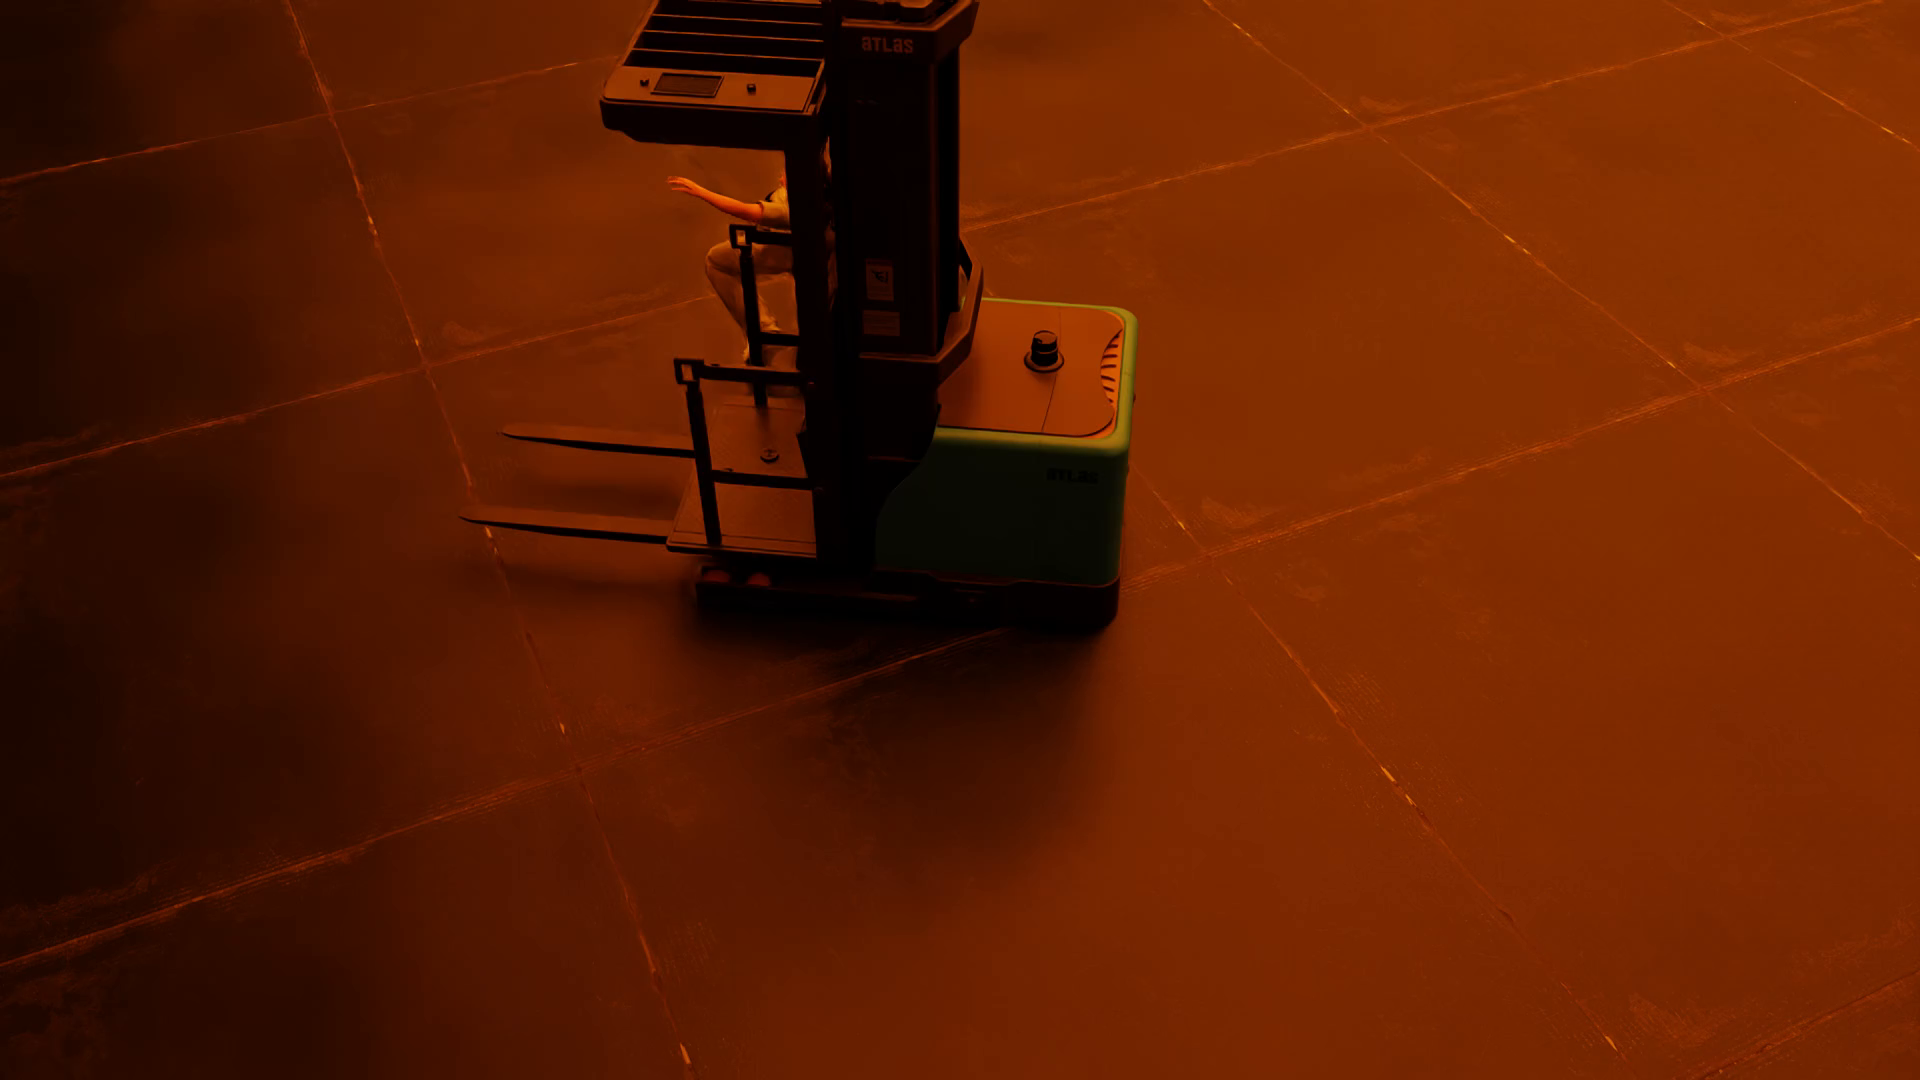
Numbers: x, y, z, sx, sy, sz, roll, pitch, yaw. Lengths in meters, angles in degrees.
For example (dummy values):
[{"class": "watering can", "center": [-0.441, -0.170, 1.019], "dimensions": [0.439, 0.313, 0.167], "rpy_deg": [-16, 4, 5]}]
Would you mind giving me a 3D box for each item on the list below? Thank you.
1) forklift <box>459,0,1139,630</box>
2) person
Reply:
[{"class": "forklift", "center": [-0.753, -1.114, 6.874], "dimensions": [3.031, 2.935, 1.130], "rpy_deg": [5, 43, 5]}, {"class": "person", "center": [-1.024, -1.470, 8.272], "dimensions": [0.961, 1.554, 0.789], "rpy_deg": [-26, 49, -25]}]
